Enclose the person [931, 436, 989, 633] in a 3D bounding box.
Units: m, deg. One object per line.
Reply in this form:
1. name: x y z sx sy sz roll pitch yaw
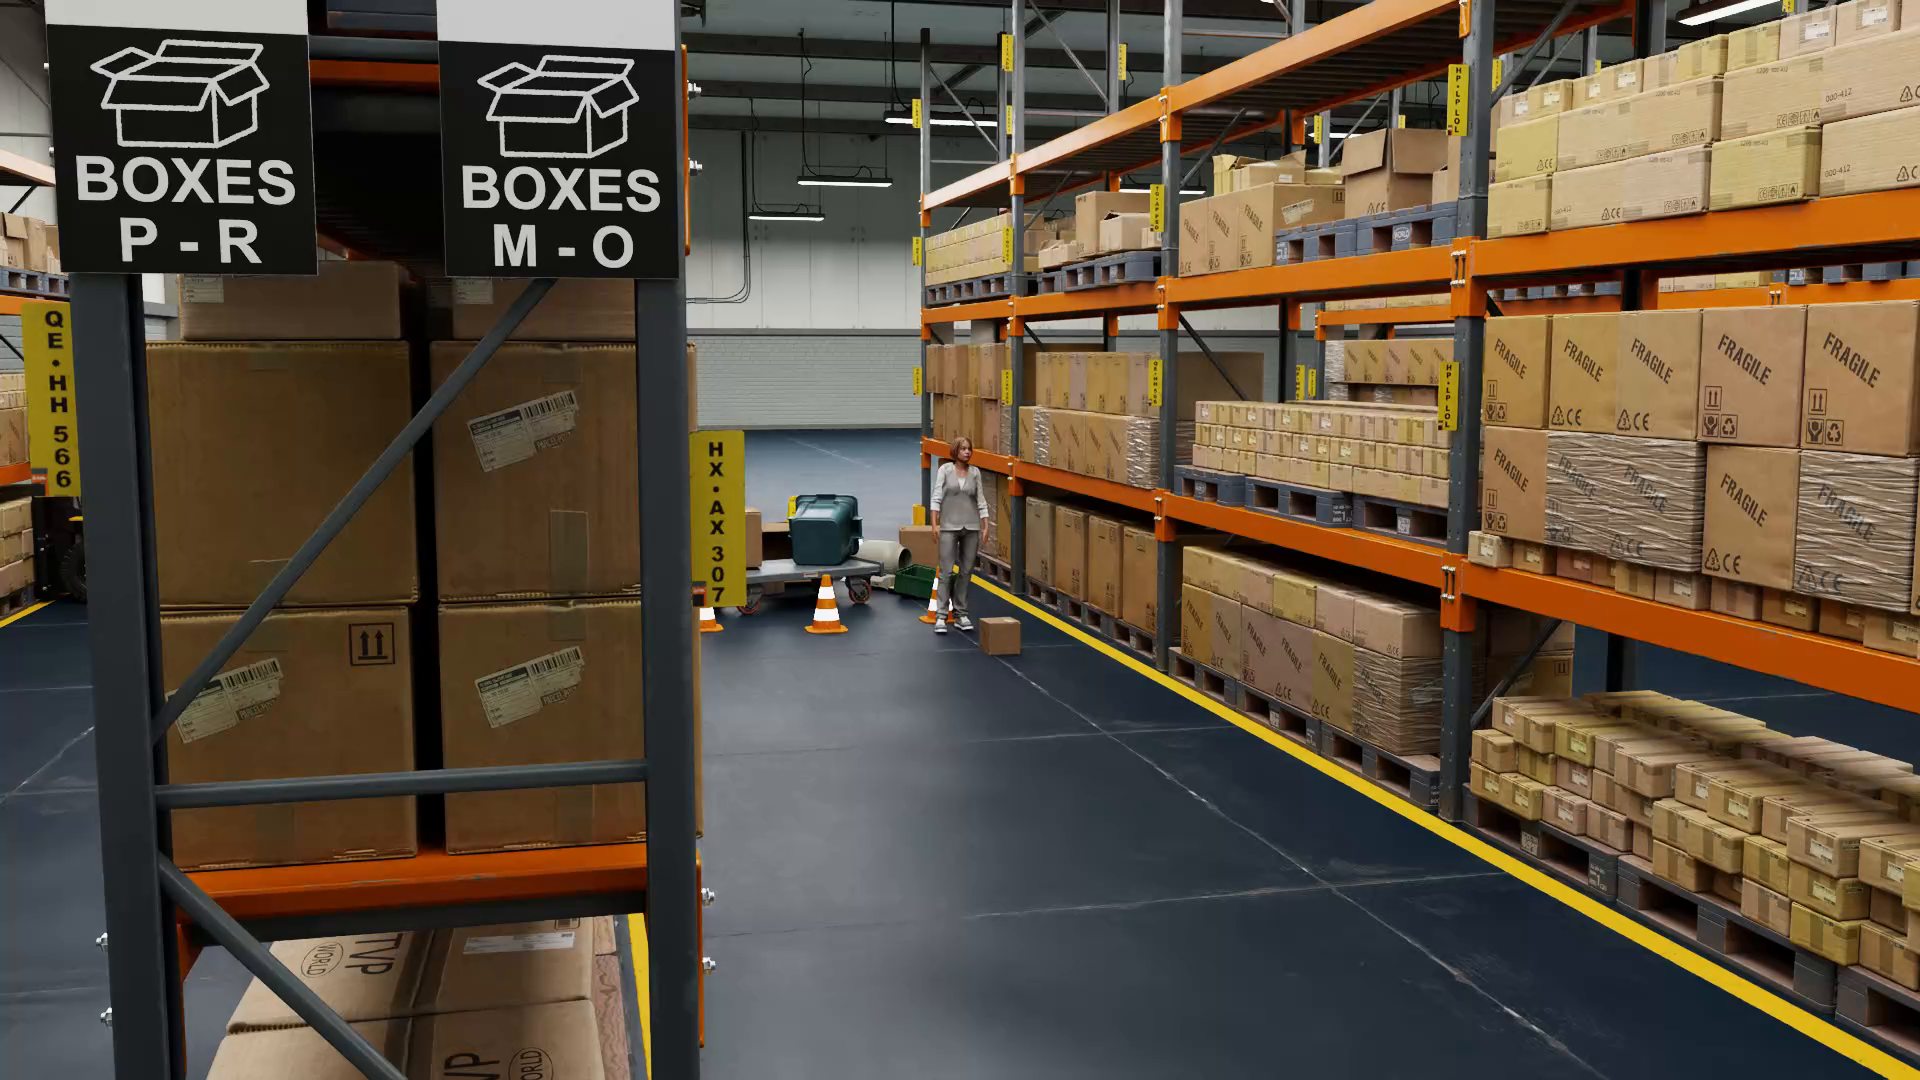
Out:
1. person: 0.006 -0.046 13.770 0.520 1.582 0.475 -2 7 -15
